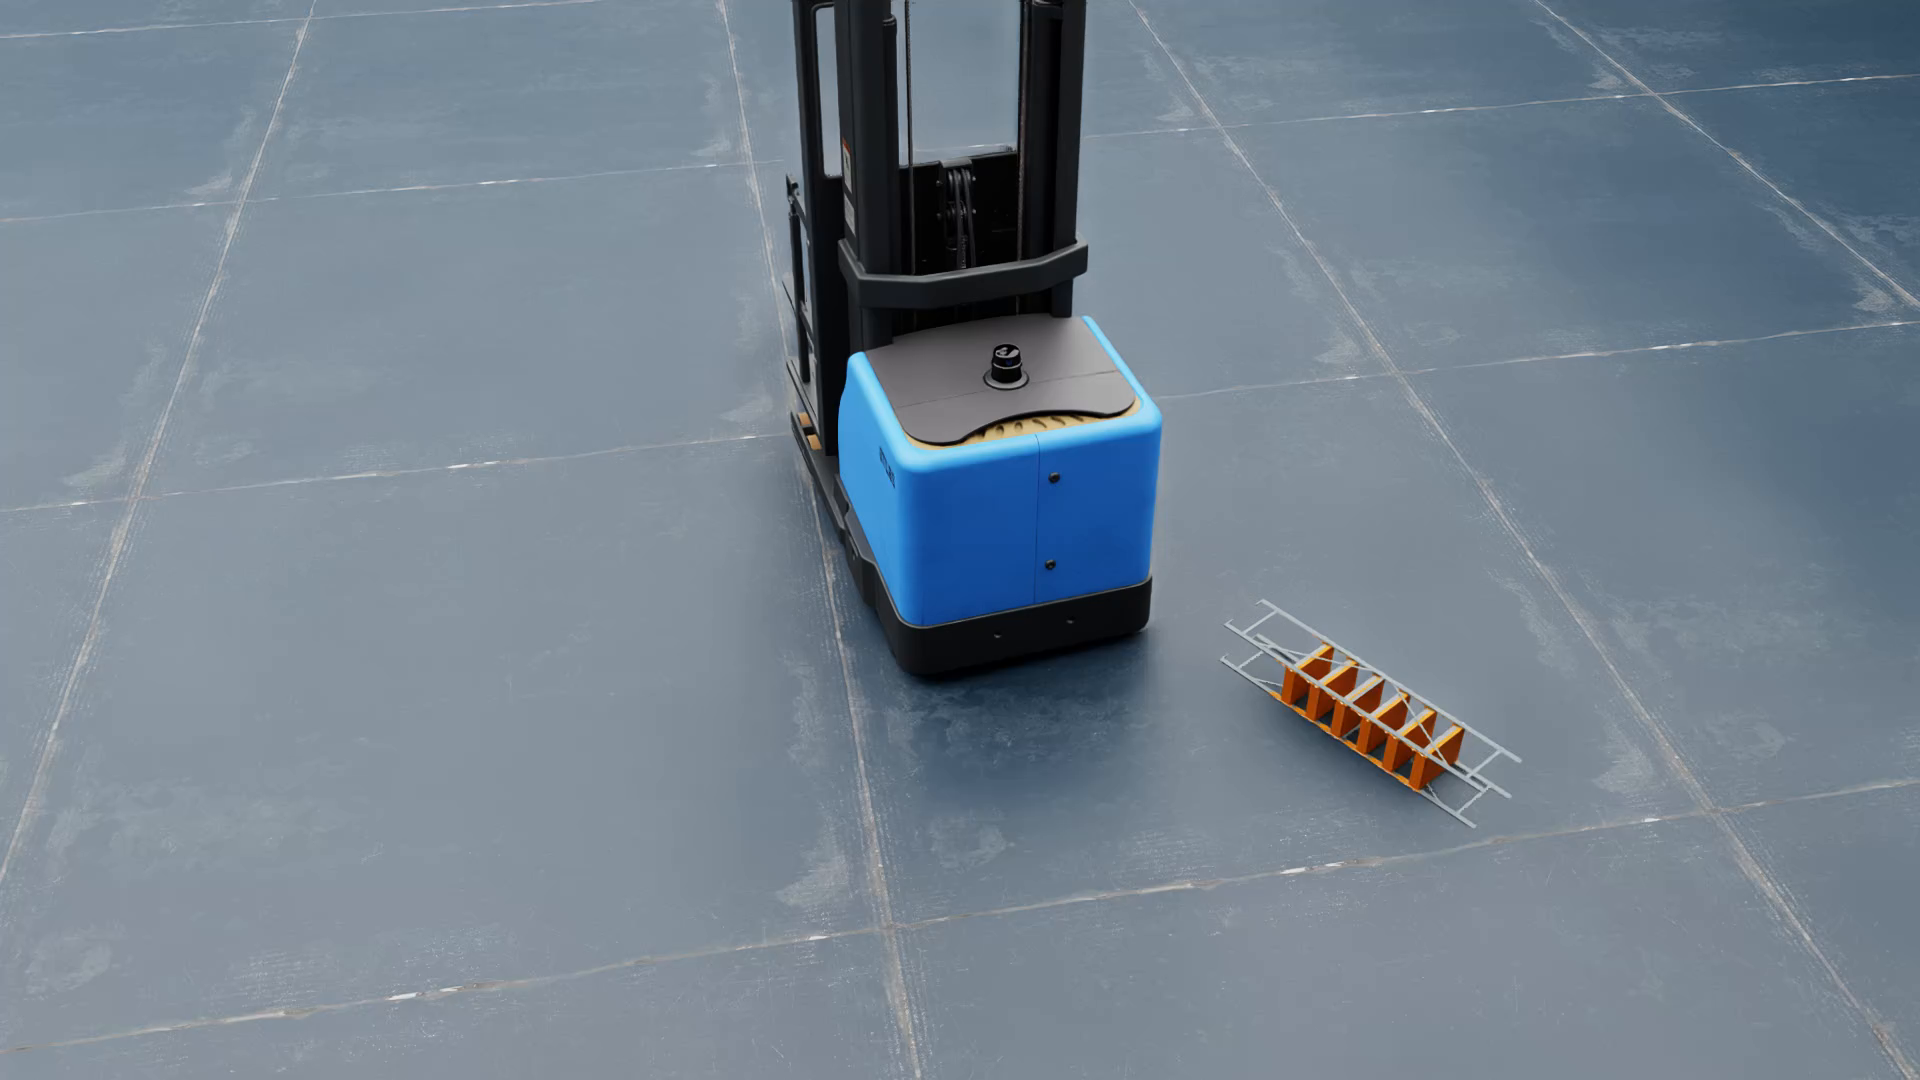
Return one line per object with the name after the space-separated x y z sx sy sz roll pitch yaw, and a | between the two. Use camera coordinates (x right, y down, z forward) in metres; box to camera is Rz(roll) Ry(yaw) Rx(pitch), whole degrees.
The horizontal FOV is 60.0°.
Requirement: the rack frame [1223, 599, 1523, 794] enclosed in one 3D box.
1.519 0.560 6.222 0.240 0.006 1.200 -29 46 -32 | rack frame

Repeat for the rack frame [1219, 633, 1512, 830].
1.519 0.705 6.334 0.240 0.006 1.200 -29 46 -32 | rack frame

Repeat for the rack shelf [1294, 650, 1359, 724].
1.410 0.557 6.375 0.258 0.180 0.103 -29 46 -32 | rack shelf

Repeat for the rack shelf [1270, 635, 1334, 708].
1.331 0.502 6.446 0.258 0.180 0.103 -29 46 -32 | rack shelf

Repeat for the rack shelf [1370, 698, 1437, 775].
1.649 0.723 6.162 0.258 0.180 0.103 -29 46 -32 | rack shelf

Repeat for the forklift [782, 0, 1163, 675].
-0.156 -1.543 6.847 1.130 2.935 3.031 -11 39 -13 | forklift

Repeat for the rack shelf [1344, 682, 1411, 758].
1.569 0.667 6.233 0.258 0.180 0.103 -29 46 -32 | rack shelf

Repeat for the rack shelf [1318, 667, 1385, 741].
1.490 0.612 6.304 0.258 0.180 0.103 -29 46 -32 | rack shelf

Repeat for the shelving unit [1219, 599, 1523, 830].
1.519 0.633 6.278 0.258 0.189 1.200 -29 46 -32 | shelving unit

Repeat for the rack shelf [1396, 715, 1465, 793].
1.729 0.778 6.091 0.258 0.180 0.103 -29 46 -32 | rack shelf
